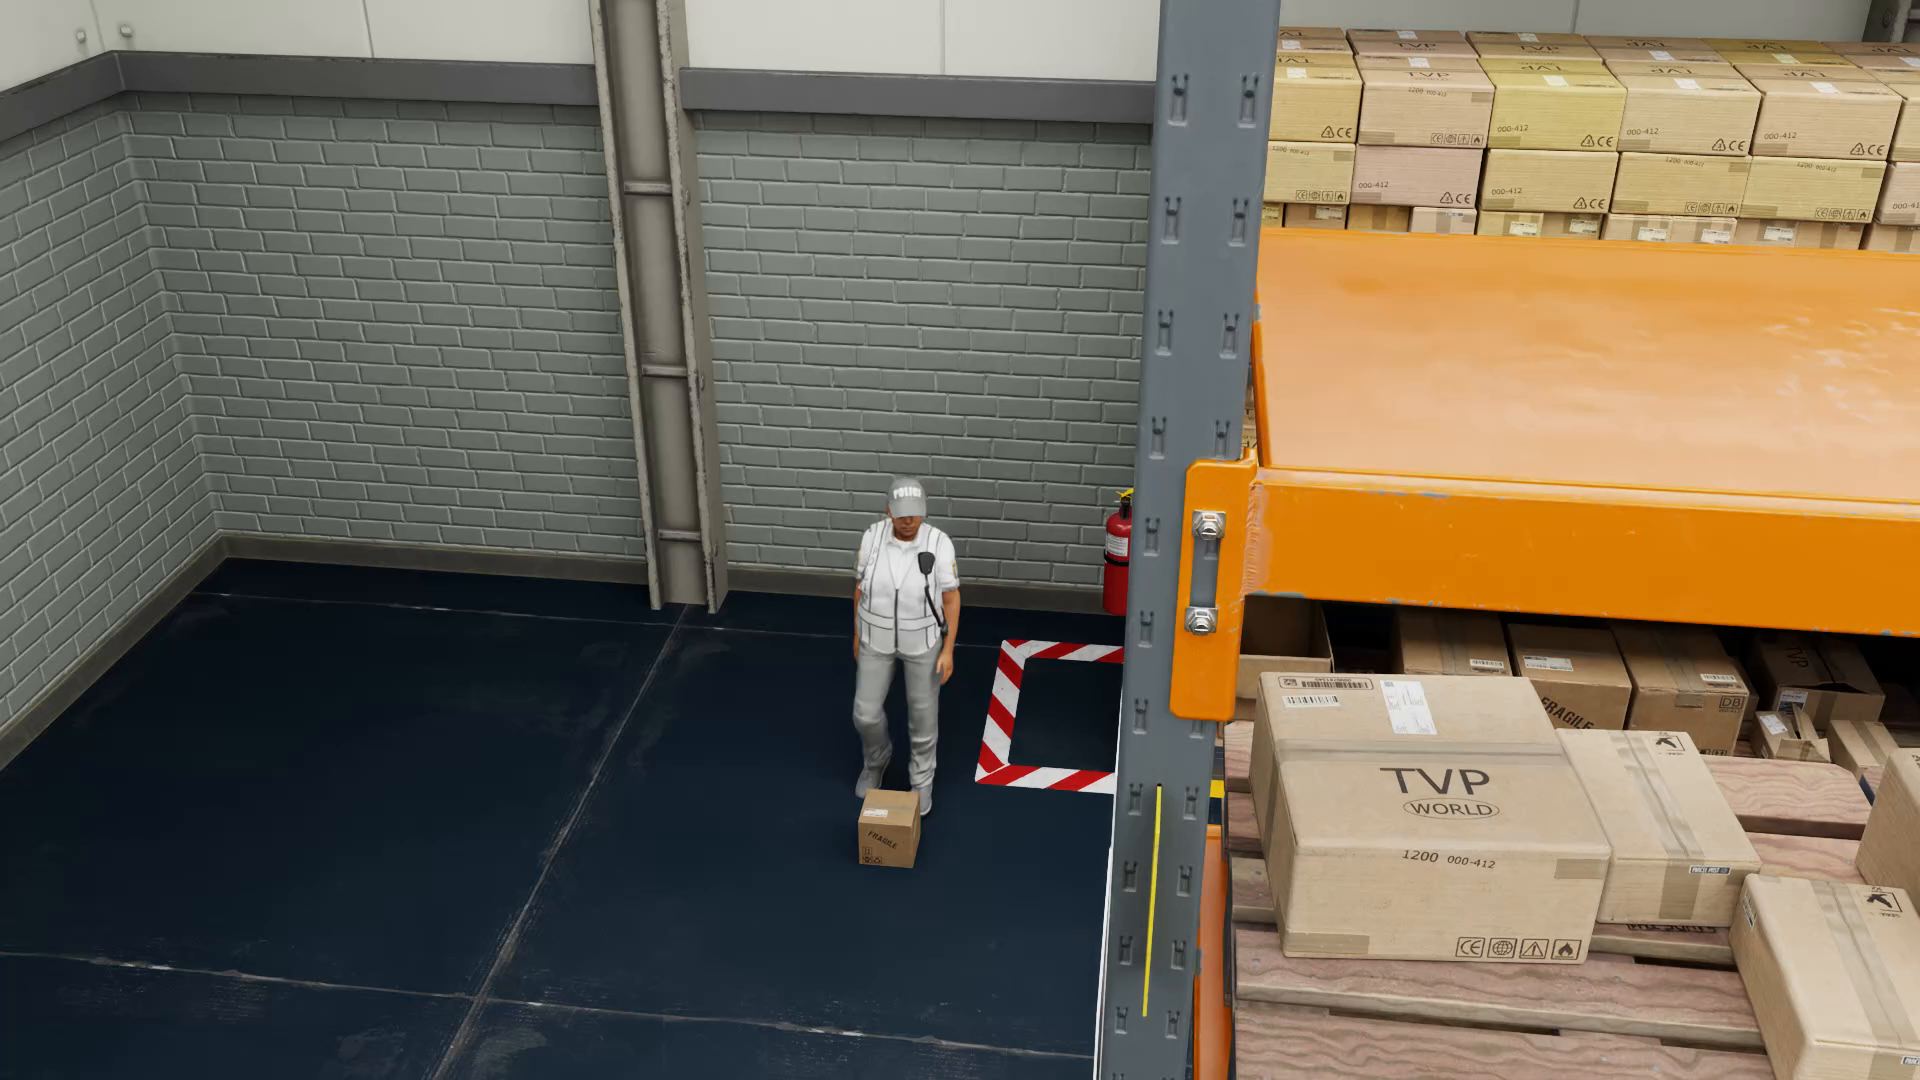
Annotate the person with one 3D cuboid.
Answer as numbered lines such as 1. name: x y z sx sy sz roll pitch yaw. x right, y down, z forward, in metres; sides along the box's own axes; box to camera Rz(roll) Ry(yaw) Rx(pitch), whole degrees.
1. person: -0.261 0.525 7.780 0.515 1.722 0.462 3 29 6
